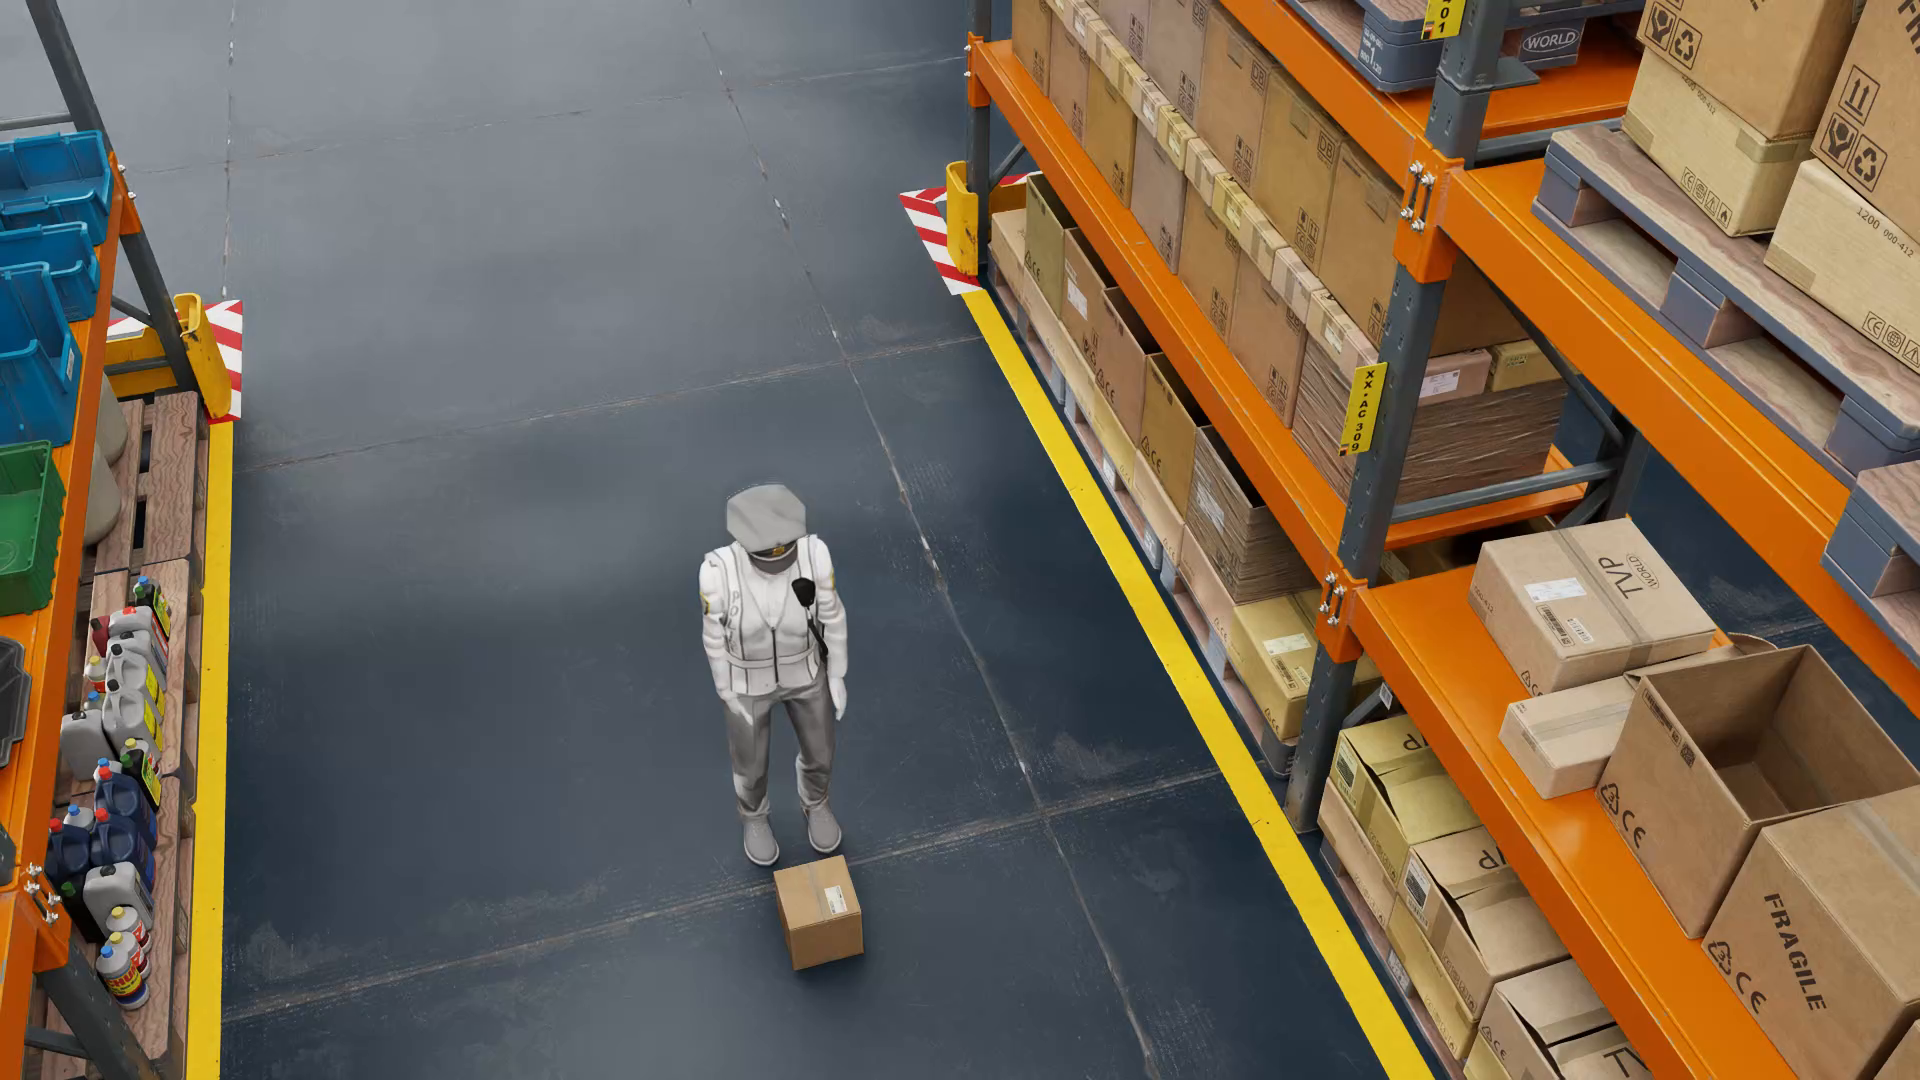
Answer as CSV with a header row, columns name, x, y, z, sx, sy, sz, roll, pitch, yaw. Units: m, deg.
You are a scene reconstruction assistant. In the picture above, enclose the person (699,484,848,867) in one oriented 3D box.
name,x,y,z,sx,sy,sz,roll,pitch,yaw
person,-0.608,0.476,5.656,0.482,1.654,0.366,-11,44,-12
